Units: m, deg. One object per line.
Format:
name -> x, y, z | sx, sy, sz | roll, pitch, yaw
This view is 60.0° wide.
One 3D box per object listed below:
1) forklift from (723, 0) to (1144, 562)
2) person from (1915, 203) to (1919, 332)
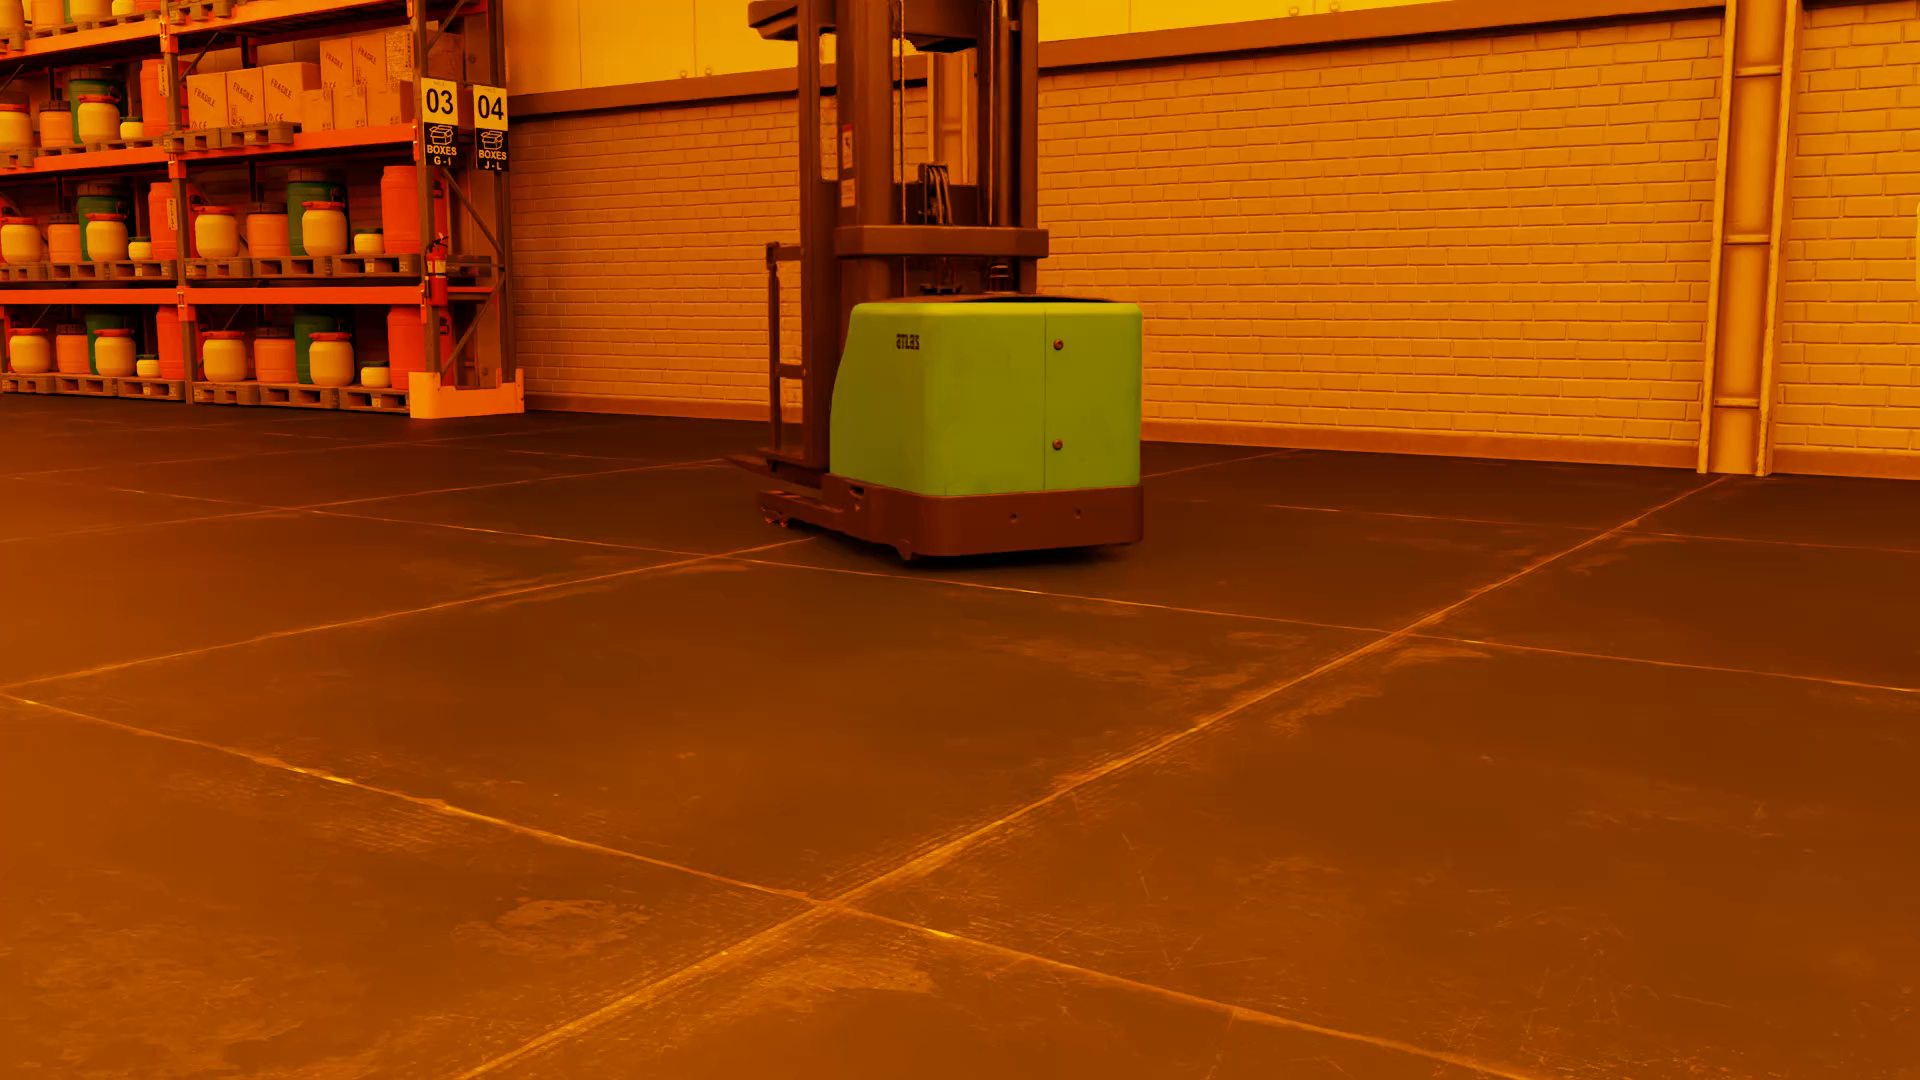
forklift -> -0.339, -1.532, 7.964 | 1.130, 2.935, 3.031 | -4, 9, -27
person -> 3.000, -0.487, 4.700 | 0.577, 1.765, 0.666 | 3, 9, 22
